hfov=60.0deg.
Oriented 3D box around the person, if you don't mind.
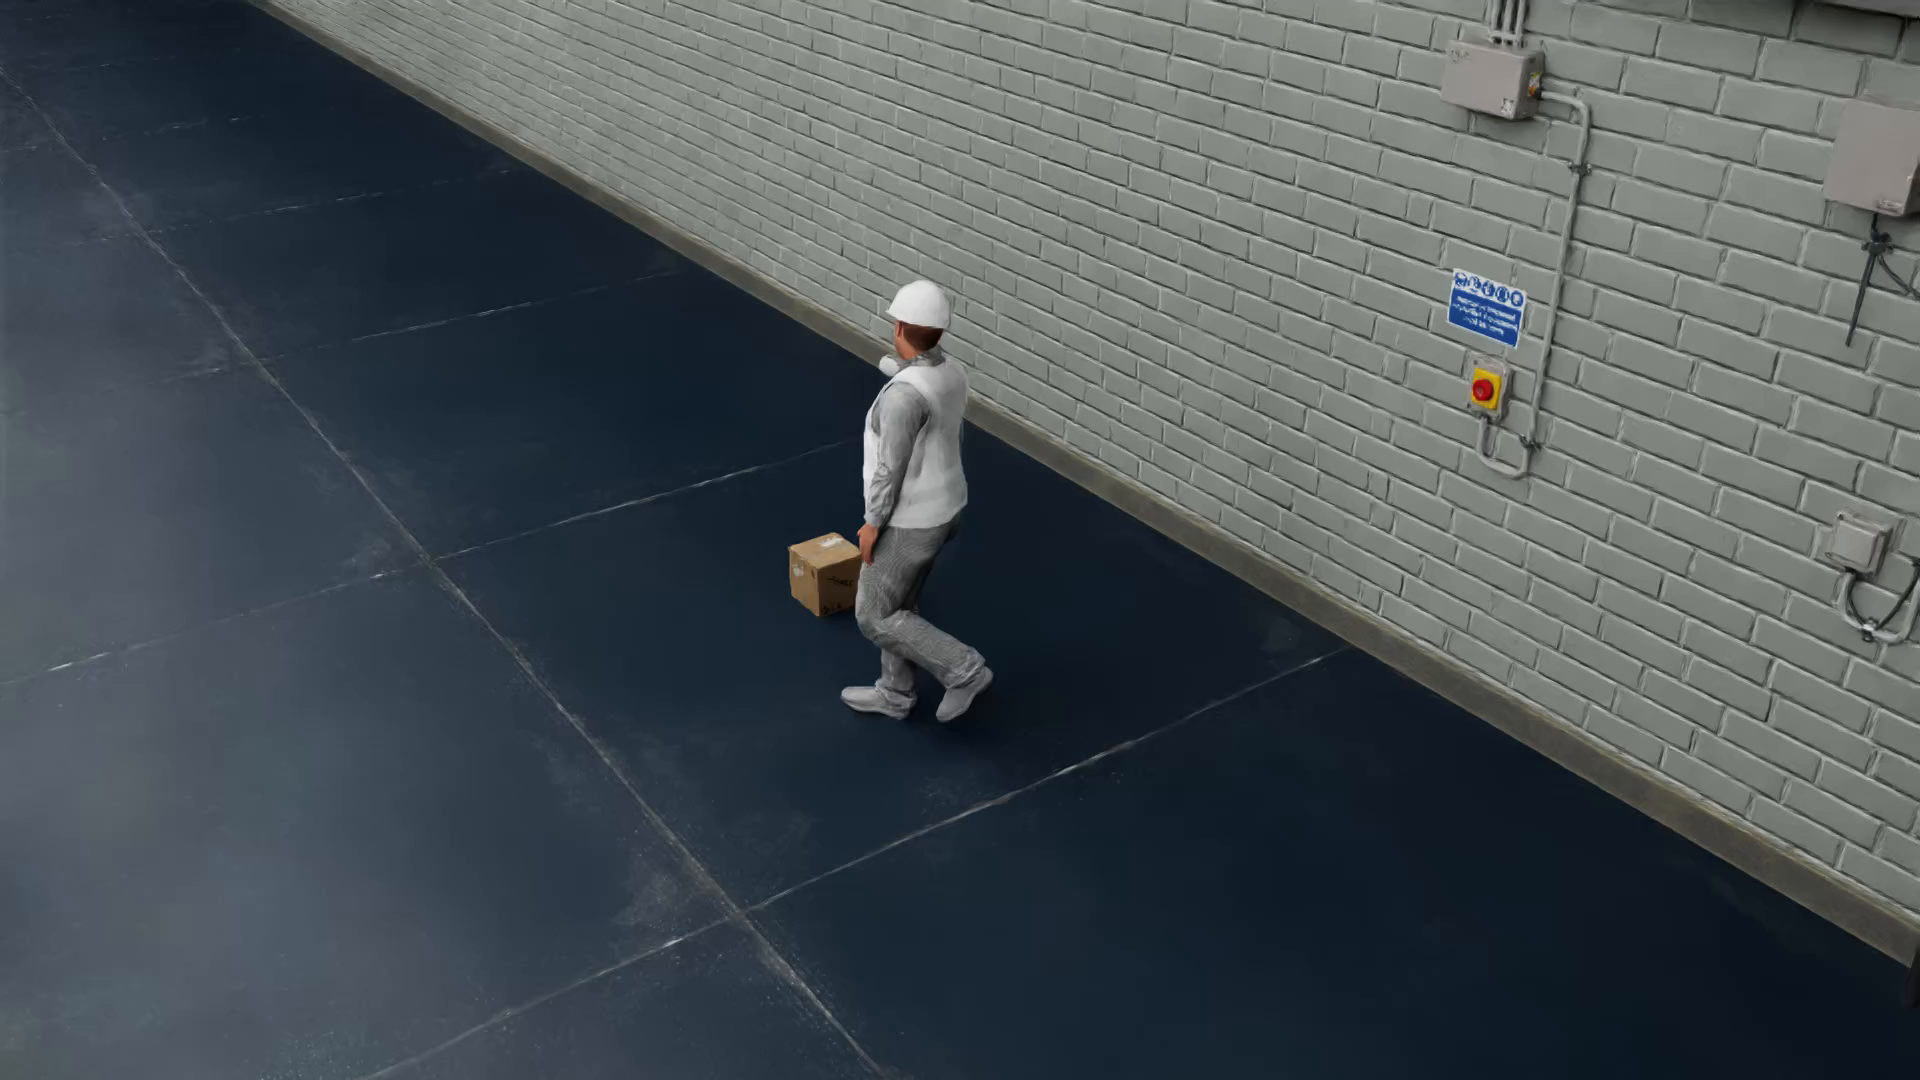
[{"bbox_3d":[-0.134,-0.103,6.315,0.661,1.749,0.585,10,30,18],"label":"person"}]
